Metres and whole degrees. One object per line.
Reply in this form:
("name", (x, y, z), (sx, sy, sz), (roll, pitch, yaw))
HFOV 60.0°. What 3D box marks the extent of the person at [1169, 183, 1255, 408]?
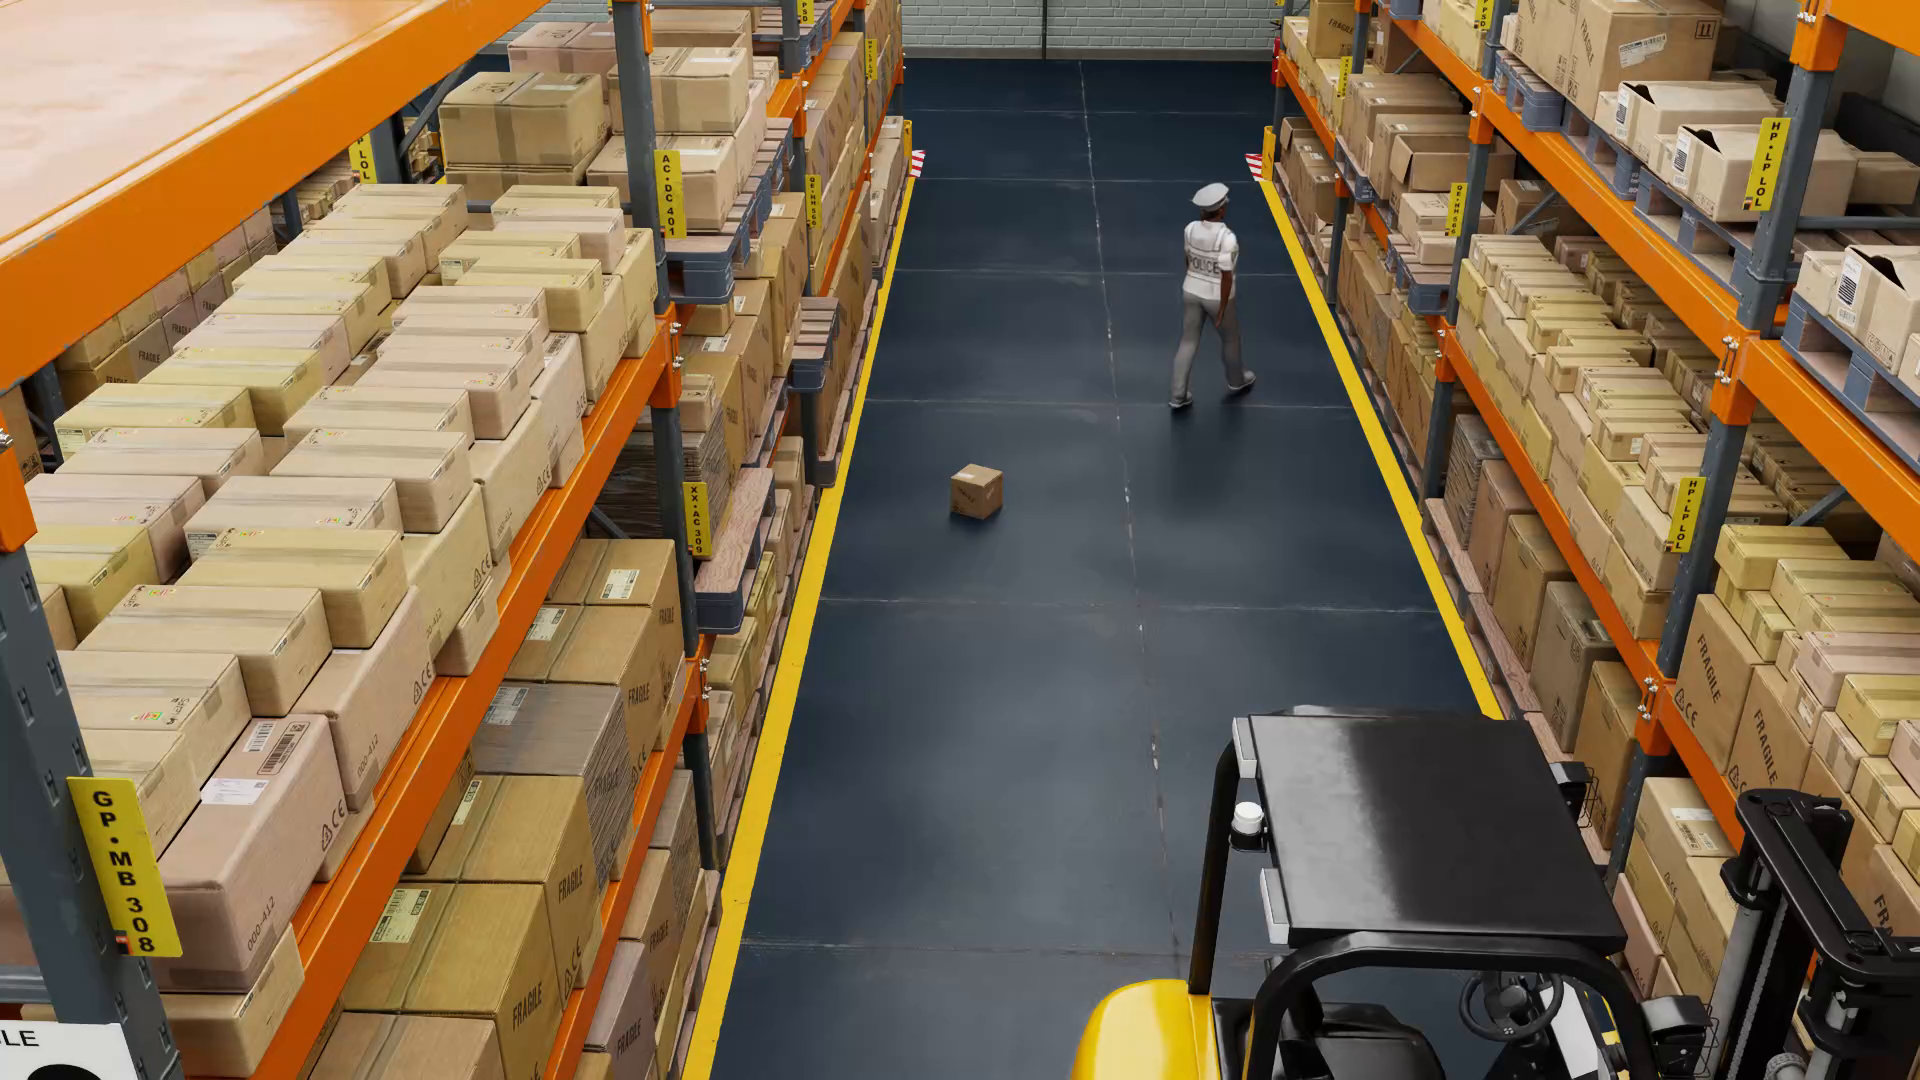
("person", (1.874, -1.833, 12.220), (0.449, 1.656, 0.867), (18, 33, 30))
